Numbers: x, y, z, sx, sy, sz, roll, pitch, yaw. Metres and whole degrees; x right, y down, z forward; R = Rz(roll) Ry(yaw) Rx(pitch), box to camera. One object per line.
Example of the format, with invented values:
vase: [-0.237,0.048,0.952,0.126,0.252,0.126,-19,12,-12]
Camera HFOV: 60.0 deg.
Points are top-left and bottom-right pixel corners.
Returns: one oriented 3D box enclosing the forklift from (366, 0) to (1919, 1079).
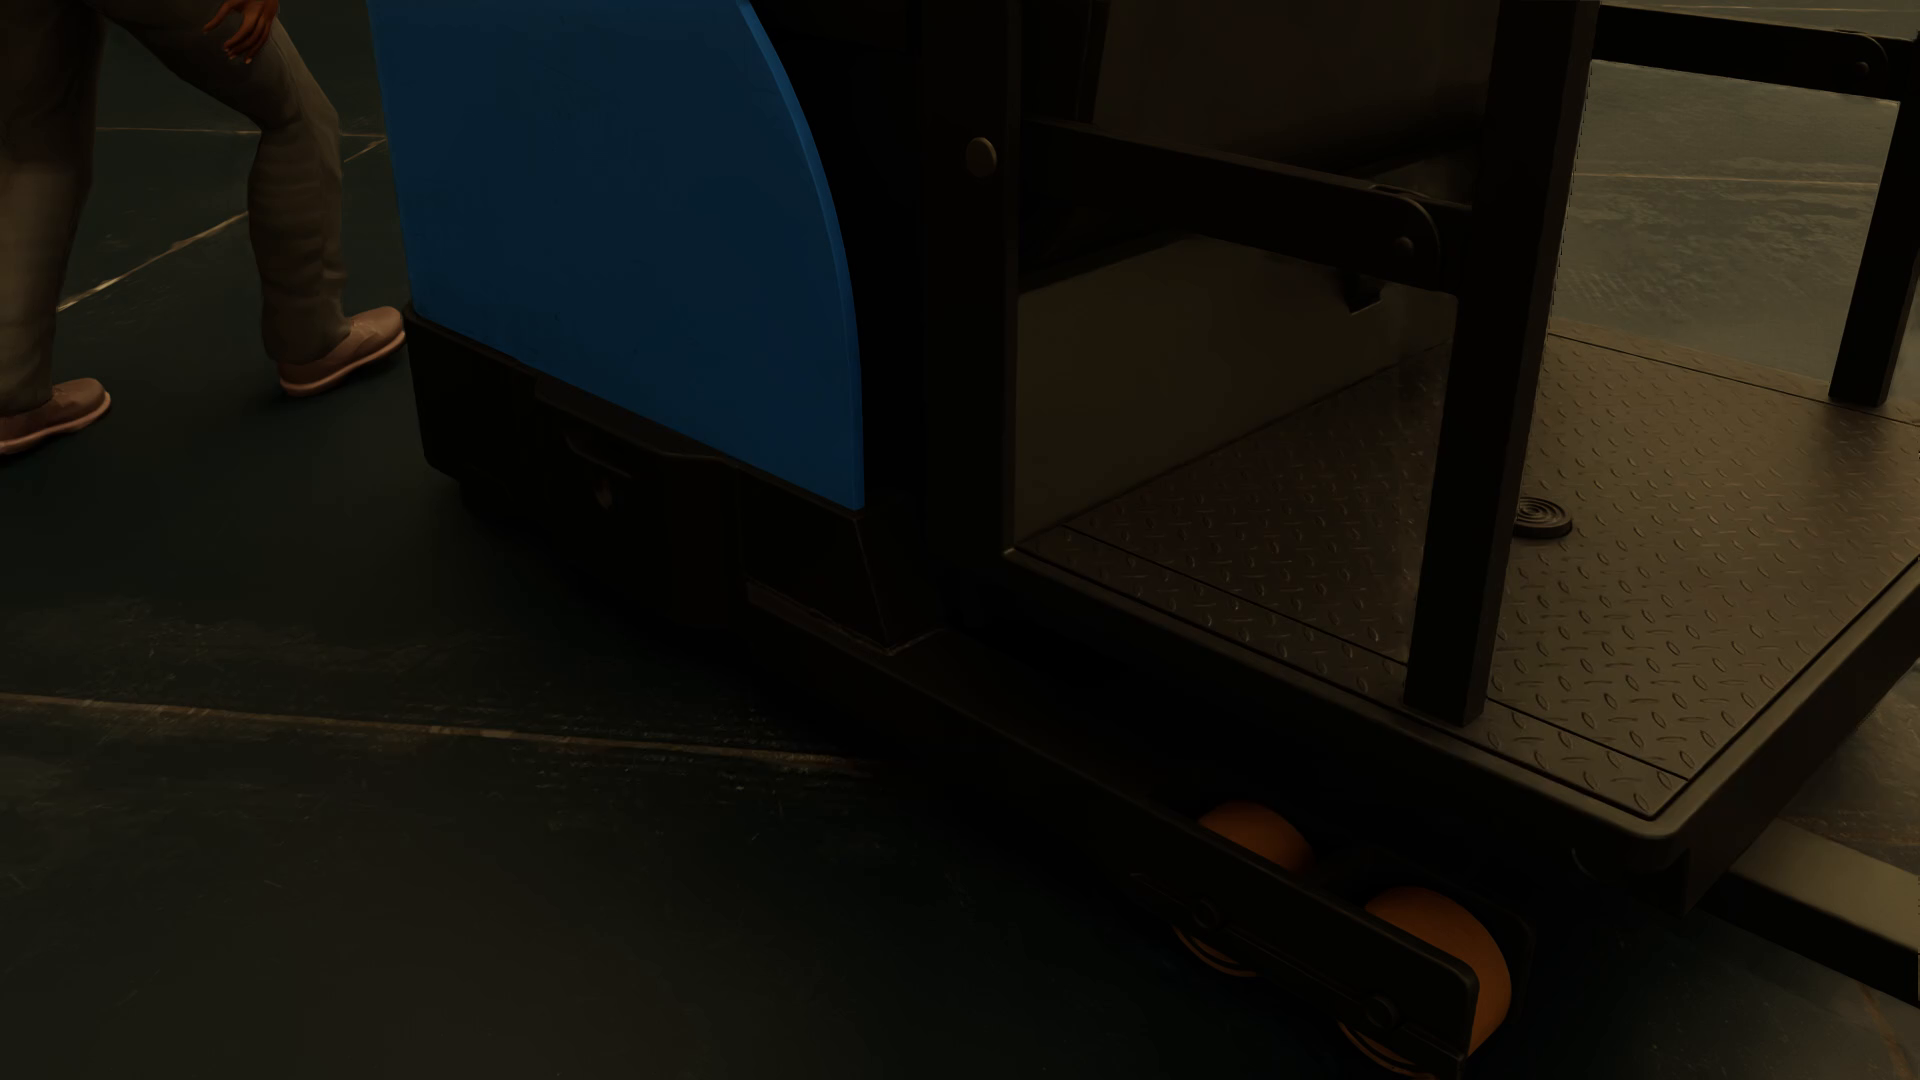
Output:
forklift: [0.563,-1.086,1.393,3.031,2.935,1.130,24,35,39]

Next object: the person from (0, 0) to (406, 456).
person: [-1.311,-0.956,2.638,0.605,1.594,0.674,6,27,12]
